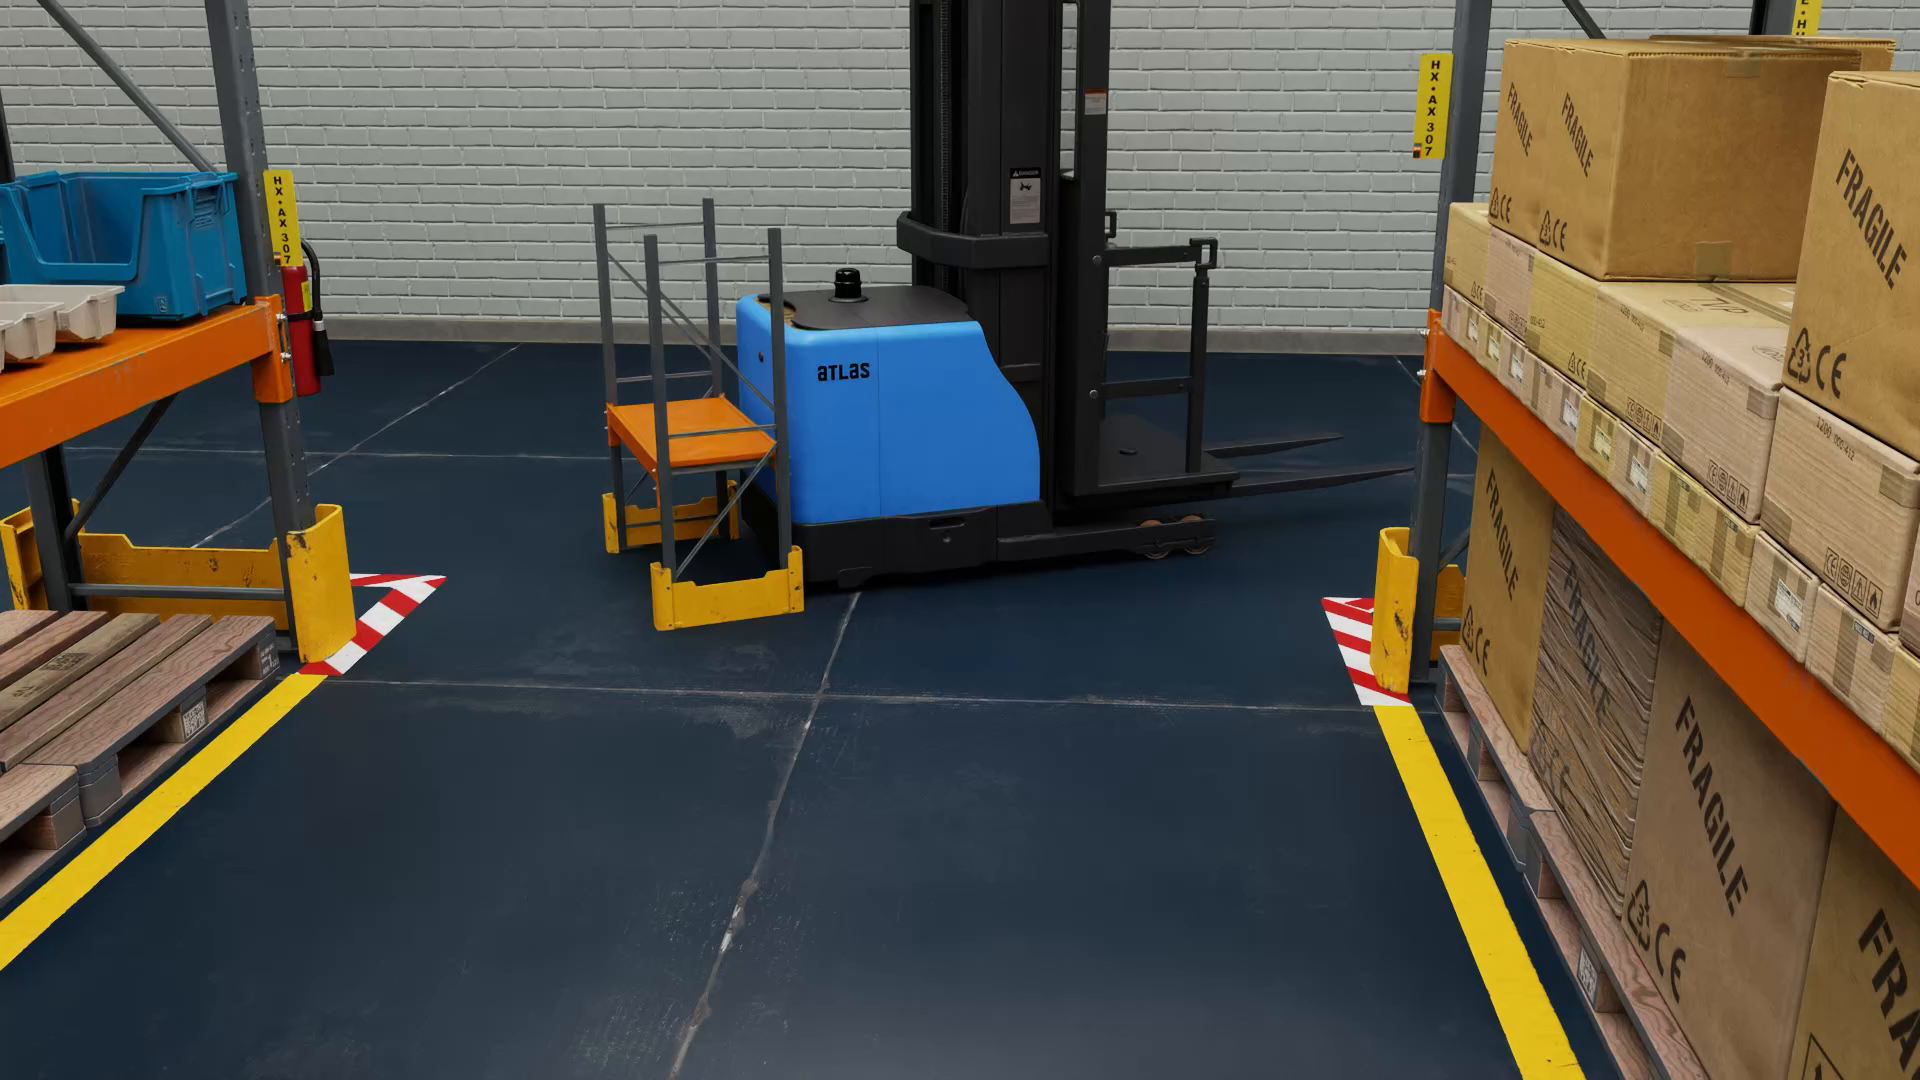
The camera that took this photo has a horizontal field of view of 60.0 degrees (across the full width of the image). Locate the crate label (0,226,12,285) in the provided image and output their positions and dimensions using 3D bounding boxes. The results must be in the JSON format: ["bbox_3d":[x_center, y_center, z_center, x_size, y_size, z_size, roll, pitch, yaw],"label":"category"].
[{"bbox_3d":[-3.221,-0.914,5.566,0.416,0.233,0.303,1,18,4],"label":"crate label"}]

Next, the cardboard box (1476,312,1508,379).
[{"bbox_3d":[1.676,-0.542,4.663,0.380,0.149,0.250,1,18,3],"label":"cardboard box"}]

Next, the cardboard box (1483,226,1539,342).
[{"bbox_3d":[1.731,-0.689,4.471,0.500,0.250,0.500,1,18,3],"label":"cardboard box"}]

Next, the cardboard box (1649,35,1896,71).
[{"bbox_3d":[2.293,-1.193,4.804,0.500,0.500,0.500,2,18,5],"label":"cardboard box"}]

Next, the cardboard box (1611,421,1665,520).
[{"bbox_3d":[1.585,-0.142,3.442,0.380,0.149,0.250,2,18,5],"label":"cardboard box"}]

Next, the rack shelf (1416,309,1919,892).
[{"bbox_3d":[1.922,0.040,3.640,1.077,0.370,4.000,1,18,4],"label":"rack shelf"}]

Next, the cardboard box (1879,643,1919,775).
[{"bbox_3d":[1.492,0.256,2.227,0.380,0.149,0.250,2,18,5],"label":"cardboard box"}]

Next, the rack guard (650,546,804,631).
[{"bbox_3d":[-0.899,0.185,6.457,0.587,0.250,0.087,-7,19,-21],"label":"rack guard"}]

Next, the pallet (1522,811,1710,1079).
[{"bbox_3d":[1.996,1.030,3.941,1.003,0.211,1.213,1,18,4],"label":"pallet"}]

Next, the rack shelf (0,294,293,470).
[{"bbox_3d":[-3.018,-0.071,3.977,1.077,0.370,4.000,1,18,4],"label":"rack shelf"}]

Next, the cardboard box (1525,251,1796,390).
[{"bbox_3d":[1.691,-0.533,3.995,0.500,0.250,0.500,1,18,2],"label":"cardboard box"}]

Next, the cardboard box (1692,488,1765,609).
[{"bbox_3d":[1.547,0.017,2.958,0.380,0.149,0.250,2,18,5],"label":"cardboard box"}]

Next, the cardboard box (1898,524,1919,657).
[{"bbox_3d":[1.548,0.106,2.046,0.500,0.250,0.500,1,18,3],"label":"cardboard box"}]

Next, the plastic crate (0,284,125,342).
[{"bbox_3d":[-2.753,-0.680,5.008,0.396,0.136,0.243,1,18,4],"label":"plastic crate"}]

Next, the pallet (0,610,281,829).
[{"bbox_3d":[-2.973,0.546,5.416,1.003,0.211,1.213,1,18,4],"label":"pallet"}]

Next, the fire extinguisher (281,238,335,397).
[{"bbox_3d":[-2.411,-0.857,5.943,0.296,0.674,0.183,1,18,4],"label":"fire extinguisher"}]

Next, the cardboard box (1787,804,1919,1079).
[{"bbox_3d":[1.906,0.926,2.518,0.875,0.875,0.875,1,18,4],"label":"cardboard box"}]

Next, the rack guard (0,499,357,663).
[{"bbox_3d":[-2.886,0.146,6.174,1.175,0.500,0.348,1,18,4],"label":"rack guard"}]

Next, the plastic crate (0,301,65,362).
[{"bbox_3d":[-2.788,-0.590,4.734,0.396,0.136,0.243,1,18,4],"label":"plastic crate"}]

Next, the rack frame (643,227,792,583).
[{"bbox_3d":[-0.892,-0.404,6.245,0.500,1.500,0.032,-7,19,-21],"label":"rack frame"}]

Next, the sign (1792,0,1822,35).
[{"bbox_3d":[2.606,-1.570,5.156,0.100,0.325,0.005,1,18,4],"label":"sign"}]

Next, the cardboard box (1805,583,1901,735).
[{"bbox_3d":[1.510,0.177,2.470,0.380,0.149,0.250,1,18,3],"label":"cardboard box"}]

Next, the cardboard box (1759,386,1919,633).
[{"bbox_3d":[1.583,-0.055,2.536,0.500,0.250,0.500,2,18,6],"label":"cardboard box"}]

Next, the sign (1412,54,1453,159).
[{"bbox_3d":[1.512,-1.387,5.320,0.100,0.325,0.005,1,18,4],"label":"sign"}]

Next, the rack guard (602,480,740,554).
[{"bbox_3d":[-1.270,-0.103,7.335,0.587,0.250,0.087,-7,19,-21],"label":"rack guard"}]

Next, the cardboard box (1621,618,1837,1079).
[{"bbox_3d":[1.970,0.646,3.371,0.875,0.875,0.875,1,18,4],"label":"cardboard box"}]

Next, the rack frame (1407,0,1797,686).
[{"bbox_3d":[2.065,-0.923,5.424,1.000,3.000,0.127,1,18,4],"label":"rack frame"}]

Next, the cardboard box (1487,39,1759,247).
[{"bbox_3d":[1.726,-1.051,4.373,0.500,0.500,0.500,1,18,3],"label":"cardboard box"}]

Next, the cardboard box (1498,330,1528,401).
[{"bbox_3d":[1.658,-0.461,4.416,0.380,0.149,0.250,1,18,3],"label":"cardboard box"}]

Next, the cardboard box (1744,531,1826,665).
[{"bbox_3d":[1.529,0.097,2.714,0.380,0.149,0.250,2,18,5],"label":"cardboard box"}]

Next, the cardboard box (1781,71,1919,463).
[{"bbox_3d":[1.585,-0.412,2.421,0.500,0.500,0.500,1,18,4],"label":"cardboard box"}]

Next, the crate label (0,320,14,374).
[{"bbox_3d":[-2.784,-0.503,4.468,0.396,0.136,0.243,1,18,4],"label":"crate label"}]

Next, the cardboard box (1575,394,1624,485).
[{"bbox_3d":[1.602,-0.223,3.691,0.380,0.149,0.250,1,18,3],"label":"cardboard box"}]

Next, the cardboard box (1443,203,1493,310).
[{"bbox_3d":[1.762,-0.850,4.964,0.500,0.250,0.500,1,18,2],"label":"cardboard box"}]

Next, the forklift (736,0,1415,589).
[{"bbox_3d":[0.586,-1.458,7.165,3.031,2.935,1.130,-6,19,-19],"label":"forklift"}]

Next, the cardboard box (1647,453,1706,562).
[{"bbox_3d":[1.565,-0.063,3.201,0.380,0.149,0.250,1,18,3],"label":"cardboard box"}]

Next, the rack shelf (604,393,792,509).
[{"bbox_3d":[-1.081,-0.379,6.749,0.538,0.185,1.000,-7,19,-21],"label":"rack shelf"}]

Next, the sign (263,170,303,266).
[{"bbox_3d":[-2.325,-1.104,5.714,0.100,0.325,0.005,1,18,4],"label":"sign"}]

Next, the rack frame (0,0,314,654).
[{"bbox_3d":[-2.875,-1.034,5.761,1.000,3.000,0.127,1,18,4],"label":"rack frame"}]

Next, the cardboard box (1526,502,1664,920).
[{"bbox_3d":[2.034,0.370,4.214,0.875,0.875,0.875,1,18,4],"label":"cardboard box"}]

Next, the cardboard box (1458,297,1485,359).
[{"bbox_3d":[1.694,-0.621,4.905,0.380,0.149,0.250,1,18,3],"label":"cardboard box"}]

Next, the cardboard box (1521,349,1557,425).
[{"bbox_3d":[1.639,-0.382,4.175,0.380,0.149,0.250,1,18,3],"label":"cardboard box"}]

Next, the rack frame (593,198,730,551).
[{"bbox_3d":[-1.271,-0.697,7.141,0.500,1.500,0.032,-7,19,-21],"label":"rack frame"}]

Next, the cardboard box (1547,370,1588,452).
[{"bbox_3d":[1.621,-0.302,3.930,0.380,0.149,0.250,1,18,3],"label":"cardboard box"}]

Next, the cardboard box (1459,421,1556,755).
[{"bbox_3d":[2.099,0.087,5.077,0.875,0.875,0.875,1,18,4],"label":"cardboard box"}]

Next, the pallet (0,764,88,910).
[{"bbox_3d":[-3.063,0.924,4.263,1.003,0.211,1.213,1,18,4],"label":"pallet"}]

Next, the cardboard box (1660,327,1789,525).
[{"bbox_3d":[1.620,-0.213,3.020,0.500,0.250,0.500,2,18,5],"label":"cardboard box"}]

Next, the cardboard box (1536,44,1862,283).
[{"bbox_3d":[1.695,-0.890,3.882,0.500,0.500,0.500,1,18,2],"label":"cardboard box"}]

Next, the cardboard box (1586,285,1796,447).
[{"bbox_3d":[1.659,-0.371,3.500,0.500,0.250,0.500,1,18,3],"label":"cardboard box"}]

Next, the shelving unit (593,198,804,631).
[{"bbox_3d":[-1.085,-0.553,6.701,0.587,1.500,1.083,-7,19,-21],"label":"shelving unit"}]

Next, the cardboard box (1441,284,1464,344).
[{"bbox_3d":[1.711,-0.701,5.149,0.380,0.149,0.250,1,18,5],"label":"cardboard box"}]

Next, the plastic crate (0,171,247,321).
[{"bbox_3d":[-2.713,-0.971,5.416,0.616,0.435,0.499,1,18,4],"label":"plastic crate"}]

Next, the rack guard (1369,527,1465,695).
[{"bbox_3d":[2.067,0.257,5.836,1.175,0.500,0.348,1,18,4],"label":"rack guard"}]

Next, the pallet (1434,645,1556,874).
[{"bbox_3d":[2.086,0.652,5.095,1.003,0.211,1.213,1,18,4],"label":"pallet"}]
